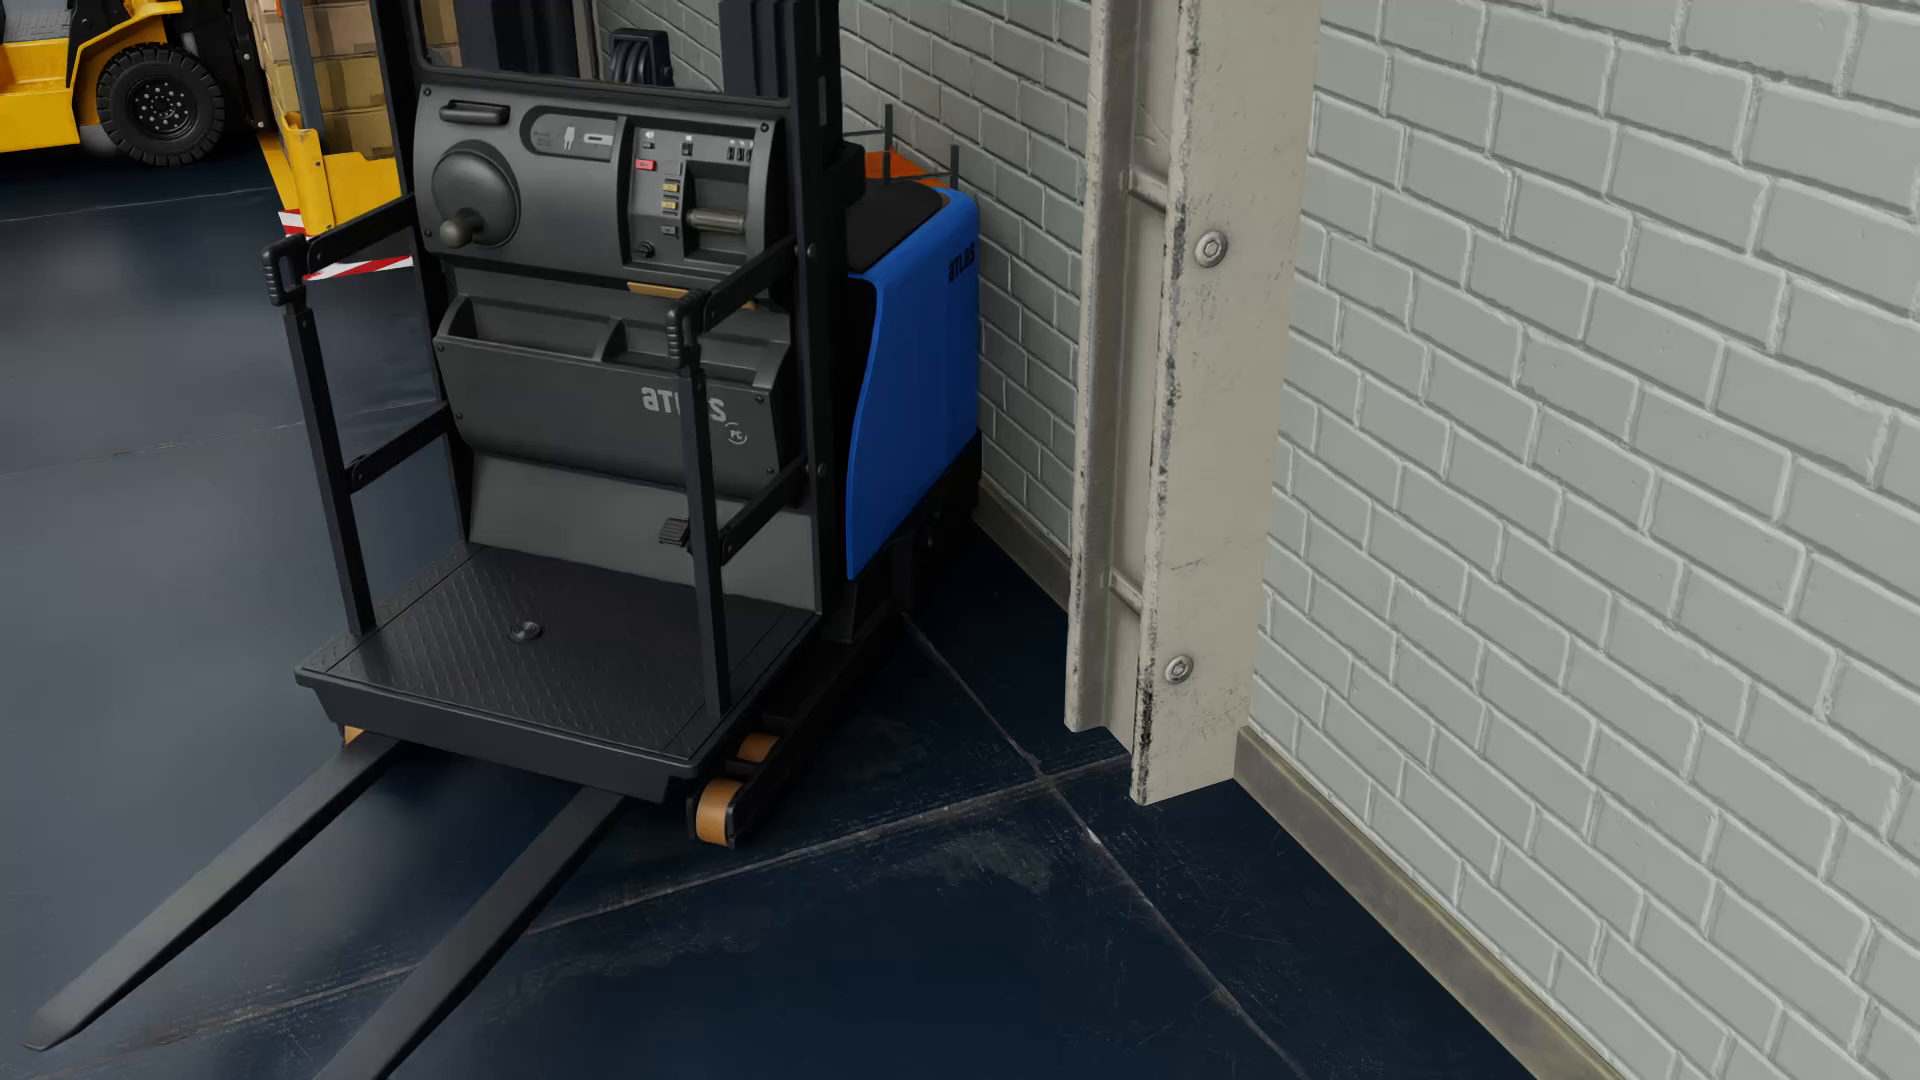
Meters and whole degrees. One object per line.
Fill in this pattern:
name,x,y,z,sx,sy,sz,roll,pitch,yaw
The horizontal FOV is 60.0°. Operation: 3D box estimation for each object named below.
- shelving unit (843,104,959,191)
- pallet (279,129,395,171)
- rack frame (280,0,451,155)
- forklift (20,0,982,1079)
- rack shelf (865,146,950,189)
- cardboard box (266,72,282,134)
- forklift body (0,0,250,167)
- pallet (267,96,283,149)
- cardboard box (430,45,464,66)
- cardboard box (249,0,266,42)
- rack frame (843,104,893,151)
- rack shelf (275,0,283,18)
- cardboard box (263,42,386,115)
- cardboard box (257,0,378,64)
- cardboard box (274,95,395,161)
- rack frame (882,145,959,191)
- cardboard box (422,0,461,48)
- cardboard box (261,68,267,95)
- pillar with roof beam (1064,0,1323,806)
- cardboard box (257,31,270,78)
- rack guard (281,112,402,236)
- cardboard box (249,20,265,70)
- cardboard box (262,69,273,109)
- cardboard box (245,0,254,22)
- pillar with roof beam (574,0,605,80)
shelving unit,-0.238,-0.725,5.324,0.258,1.200,0.503,-12,32,-23
pallet,-2.961,-2.040,8.672,1.003,0.211,1.213,-13,32,-22
rack frame,-2.595,-2.927,7.404,1.000,3.000,0.127,-13,32,-22
forklift,-0.923,-0.779,3.643,1.130,2.935,3.031,10,31,18
rack shelf,-0.225,-1.068,5.133,0.258,0.148,0.480,-12,32,-23
cardboard box,-3.287,-2.274,8.621,0.500,0.250,0.500,-13,32,-22
forklift body,-5.056,-3.012,8.422,2.313,2.155,1.214,-13,32,-22
pallet,-3.481,-2.578,9.632,1.003,0.211,1.213,-13,32,-22
cardboard box,-2.609,-2.381,8.299,0.500,0.250,0.500,-12,32,-21
cardboard box,-3.299,-2.710,8.375,0.500,0.250,0.500,-12,32,-21
rack frame,-0.344,-0.835,5.515,0.240,1.200,0.015,-12,32,-23
rack shelf,-3.453,-3.497,9.155,1.077,0.370,4.000,-13,32,-22
cardboard box,-3.086,-2.279,8.118,0.500,0.250,0.500,-14,32,-23
cardboard box,-3.074,-2.485,7.975,0.500,0.250,0.500,-12,31,-20
cardboard box,-3.082,-2.053,8.225,0.500,0.250,0.500,-13,32,-22
rack frame,-0.133,-0.615,5.134,0.240,1.200,0.015,-12,32,-23
cardboard box,-2.630,-2.599,8.179,0.500,0.250,0.500,-14,32,-23
cardboard box,-3.737,-2.722,9.419,0.500,0.250,0.500,-12,31,-20
pillar with roof beam,-3.392,-2.487,0.484,9.100,9.000,0.400,-13,32,-22
cardboard box,-3.292,-2.503,8.517,0.500,0.250,0.500,-13,32,-22
rack guard,-2.584,-1.827,7.996,1.175,0.500,0.348,-13,32,-22
cardboard box,-3.532,-2.726,8.916,0.500,0.250,0.500,-14,32,-23
cardboard box,-3.493,-2.497,9.018,0.500,0.250,0.500,-13,32,-21
cardboard box,-3.524,-2.930,8.769,0.500,0.250,0.500,-13,32,-21
pillar with roof beam,-5.968,-5.137,5.210,9.100,9.000,0.400,-13,32,-22
